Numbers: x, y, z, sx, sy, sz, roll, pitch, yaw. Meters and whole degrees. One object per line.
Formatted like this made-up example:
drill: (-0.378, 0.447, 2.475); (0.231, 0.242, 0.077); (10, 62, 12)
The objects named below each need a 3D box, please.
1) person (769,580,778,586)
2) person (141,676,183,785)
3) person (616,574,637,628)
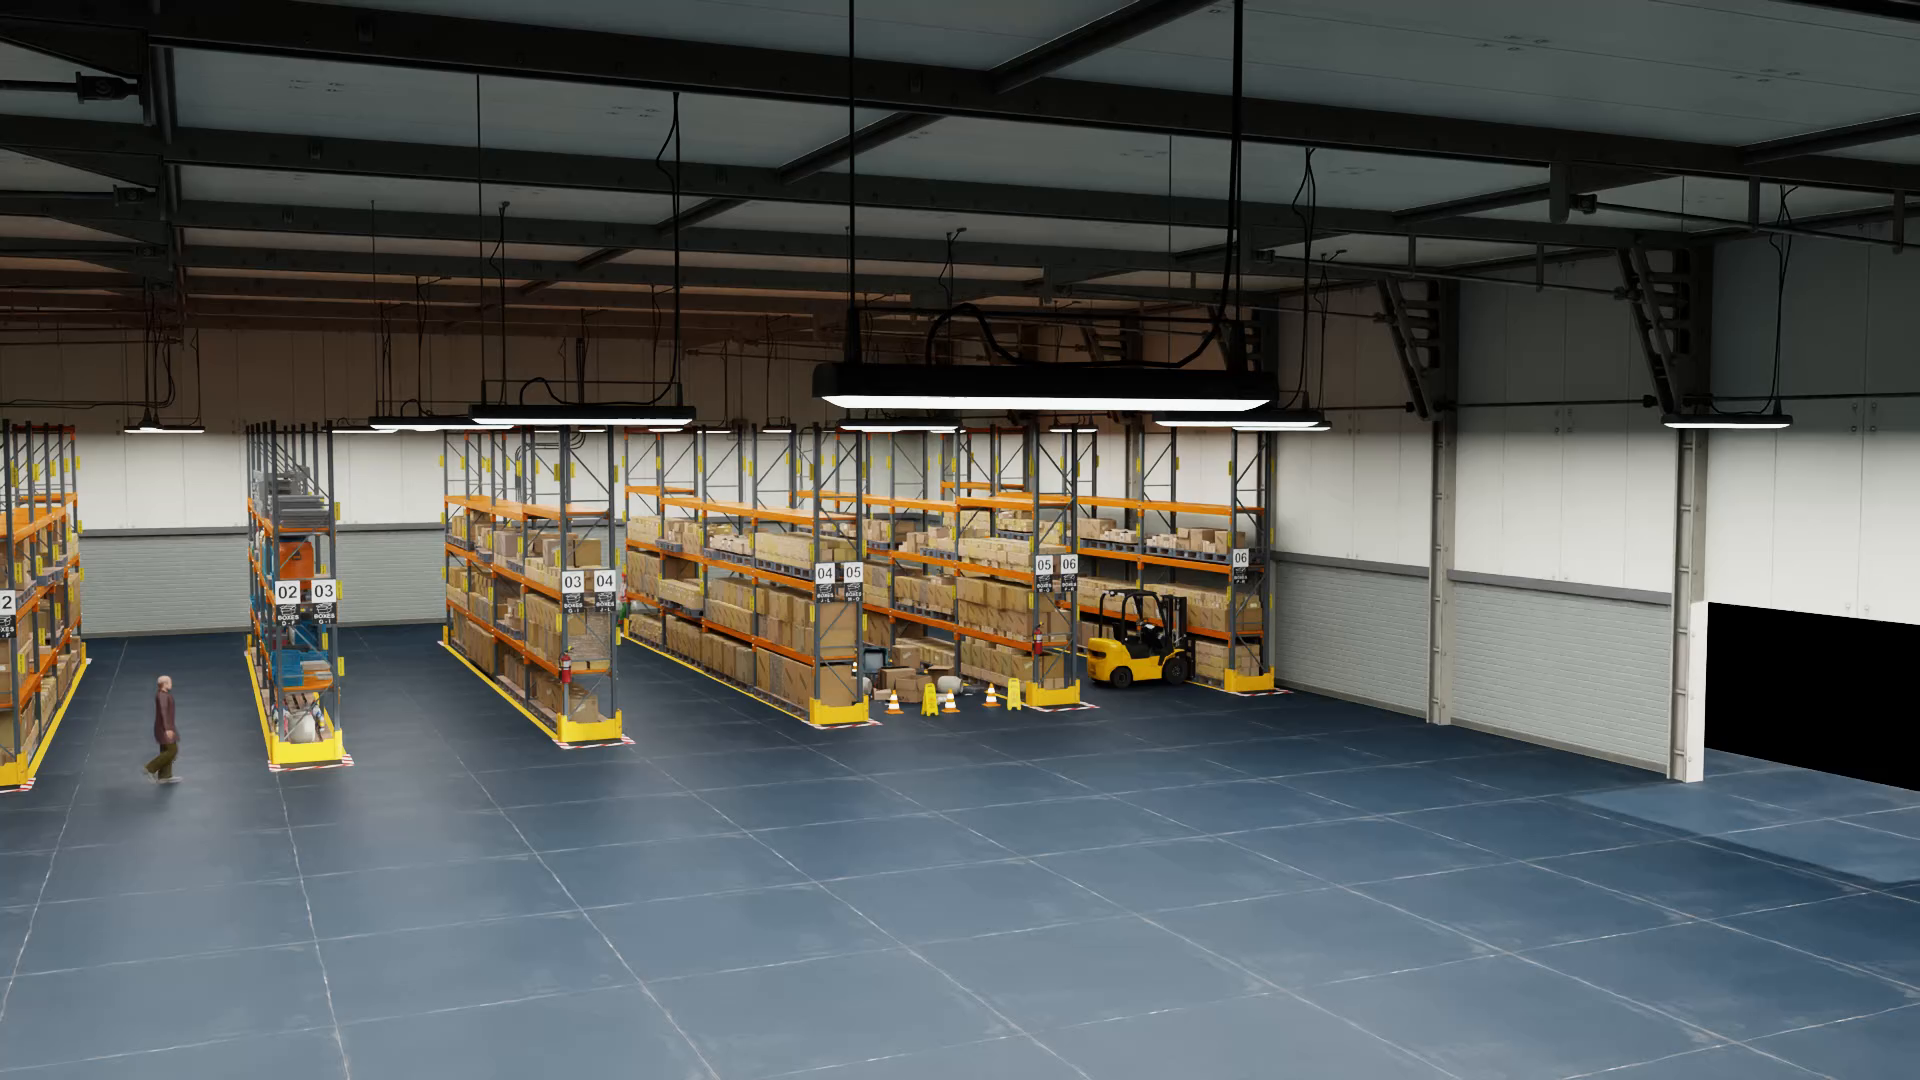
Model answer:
person: (-5.265, 1.938, 47.225); (0.409, 1.670, 0.523); (1, 4, 11)
person: (-13.082, 3.161, 27.216); (0.614, 1.677, 0.608); (-2, 4, -28)
person: (-9.837, 1.820, 48.729); (0.523, 1.705, 1.143); (3, 5, 42)
